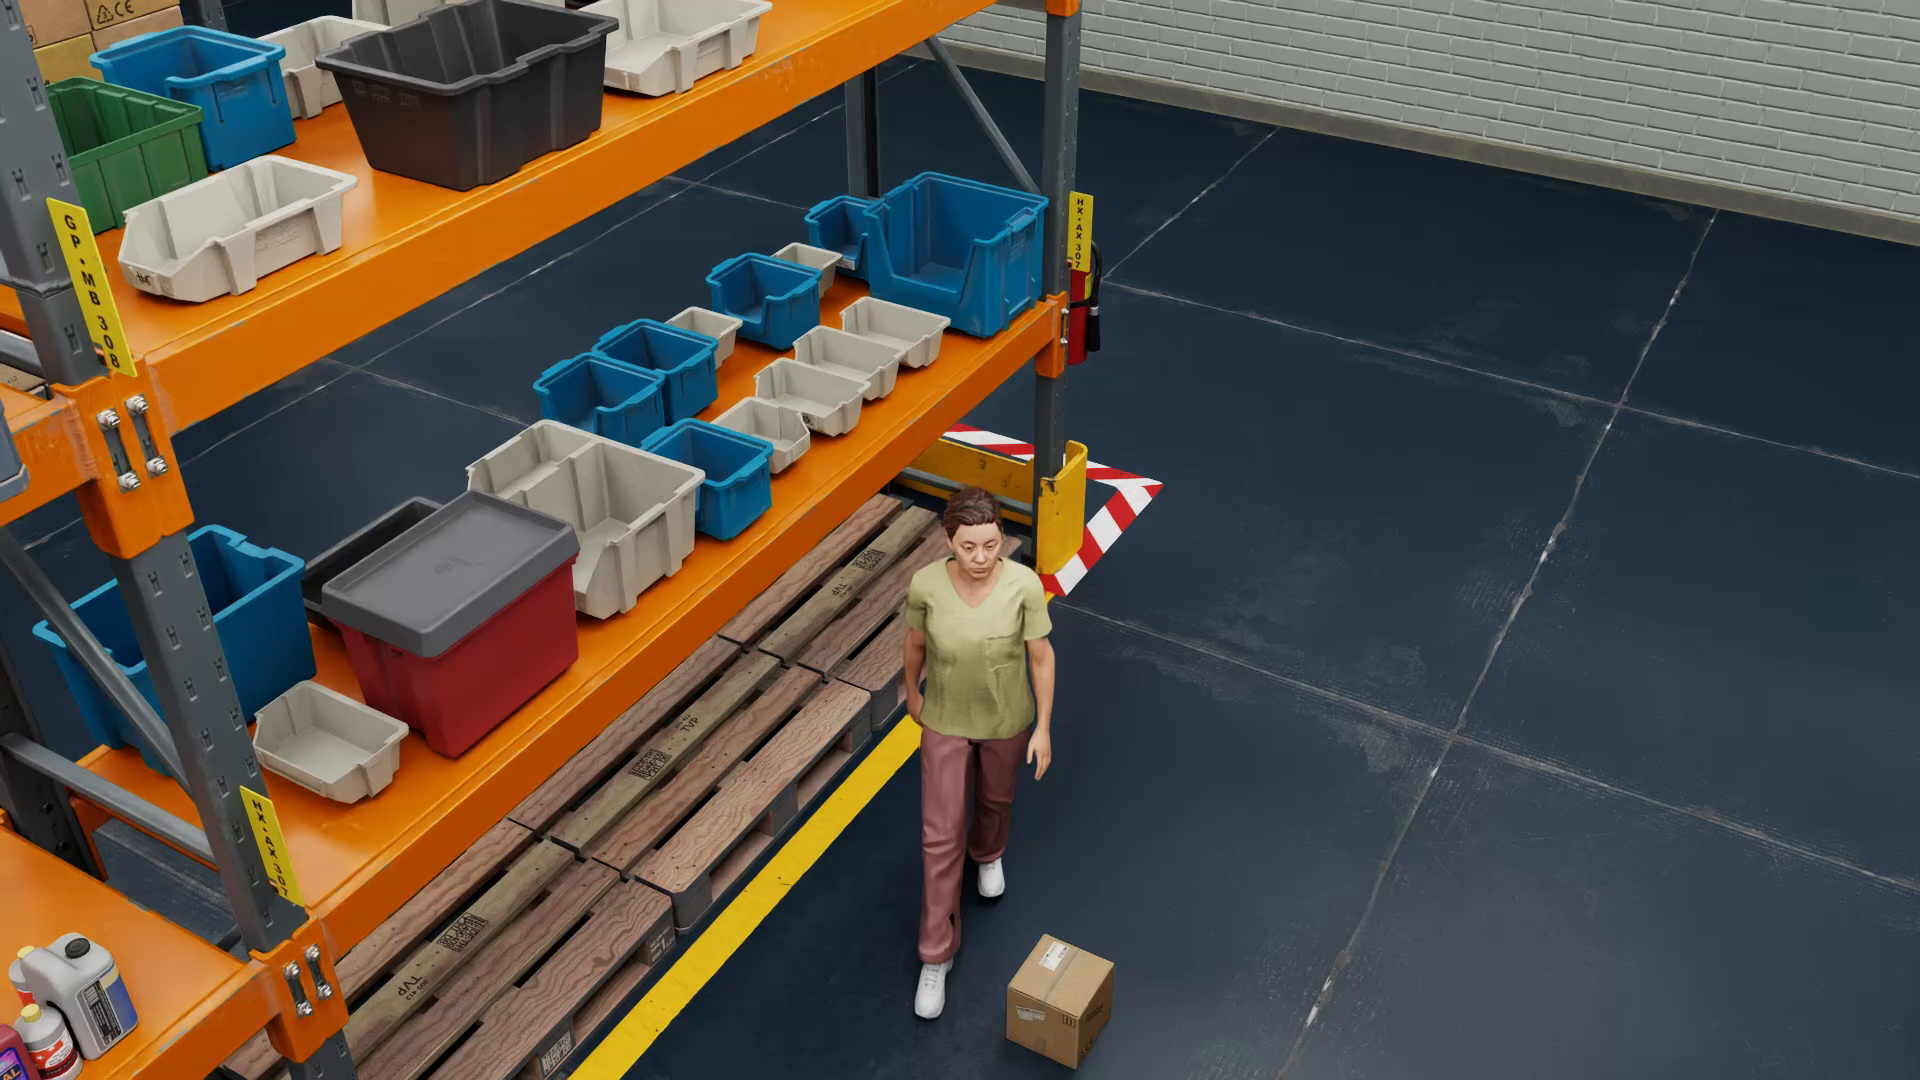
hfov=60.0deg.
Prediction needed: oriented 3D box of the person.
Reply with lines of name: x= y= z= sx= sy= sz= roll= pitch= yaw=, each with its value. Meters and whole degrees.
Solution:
person: x=0.064 y=0.649 z=5.191 sx=0.469 sy=1.626 sz=0.853 roll=-1 pitch=34 yaw=-2
